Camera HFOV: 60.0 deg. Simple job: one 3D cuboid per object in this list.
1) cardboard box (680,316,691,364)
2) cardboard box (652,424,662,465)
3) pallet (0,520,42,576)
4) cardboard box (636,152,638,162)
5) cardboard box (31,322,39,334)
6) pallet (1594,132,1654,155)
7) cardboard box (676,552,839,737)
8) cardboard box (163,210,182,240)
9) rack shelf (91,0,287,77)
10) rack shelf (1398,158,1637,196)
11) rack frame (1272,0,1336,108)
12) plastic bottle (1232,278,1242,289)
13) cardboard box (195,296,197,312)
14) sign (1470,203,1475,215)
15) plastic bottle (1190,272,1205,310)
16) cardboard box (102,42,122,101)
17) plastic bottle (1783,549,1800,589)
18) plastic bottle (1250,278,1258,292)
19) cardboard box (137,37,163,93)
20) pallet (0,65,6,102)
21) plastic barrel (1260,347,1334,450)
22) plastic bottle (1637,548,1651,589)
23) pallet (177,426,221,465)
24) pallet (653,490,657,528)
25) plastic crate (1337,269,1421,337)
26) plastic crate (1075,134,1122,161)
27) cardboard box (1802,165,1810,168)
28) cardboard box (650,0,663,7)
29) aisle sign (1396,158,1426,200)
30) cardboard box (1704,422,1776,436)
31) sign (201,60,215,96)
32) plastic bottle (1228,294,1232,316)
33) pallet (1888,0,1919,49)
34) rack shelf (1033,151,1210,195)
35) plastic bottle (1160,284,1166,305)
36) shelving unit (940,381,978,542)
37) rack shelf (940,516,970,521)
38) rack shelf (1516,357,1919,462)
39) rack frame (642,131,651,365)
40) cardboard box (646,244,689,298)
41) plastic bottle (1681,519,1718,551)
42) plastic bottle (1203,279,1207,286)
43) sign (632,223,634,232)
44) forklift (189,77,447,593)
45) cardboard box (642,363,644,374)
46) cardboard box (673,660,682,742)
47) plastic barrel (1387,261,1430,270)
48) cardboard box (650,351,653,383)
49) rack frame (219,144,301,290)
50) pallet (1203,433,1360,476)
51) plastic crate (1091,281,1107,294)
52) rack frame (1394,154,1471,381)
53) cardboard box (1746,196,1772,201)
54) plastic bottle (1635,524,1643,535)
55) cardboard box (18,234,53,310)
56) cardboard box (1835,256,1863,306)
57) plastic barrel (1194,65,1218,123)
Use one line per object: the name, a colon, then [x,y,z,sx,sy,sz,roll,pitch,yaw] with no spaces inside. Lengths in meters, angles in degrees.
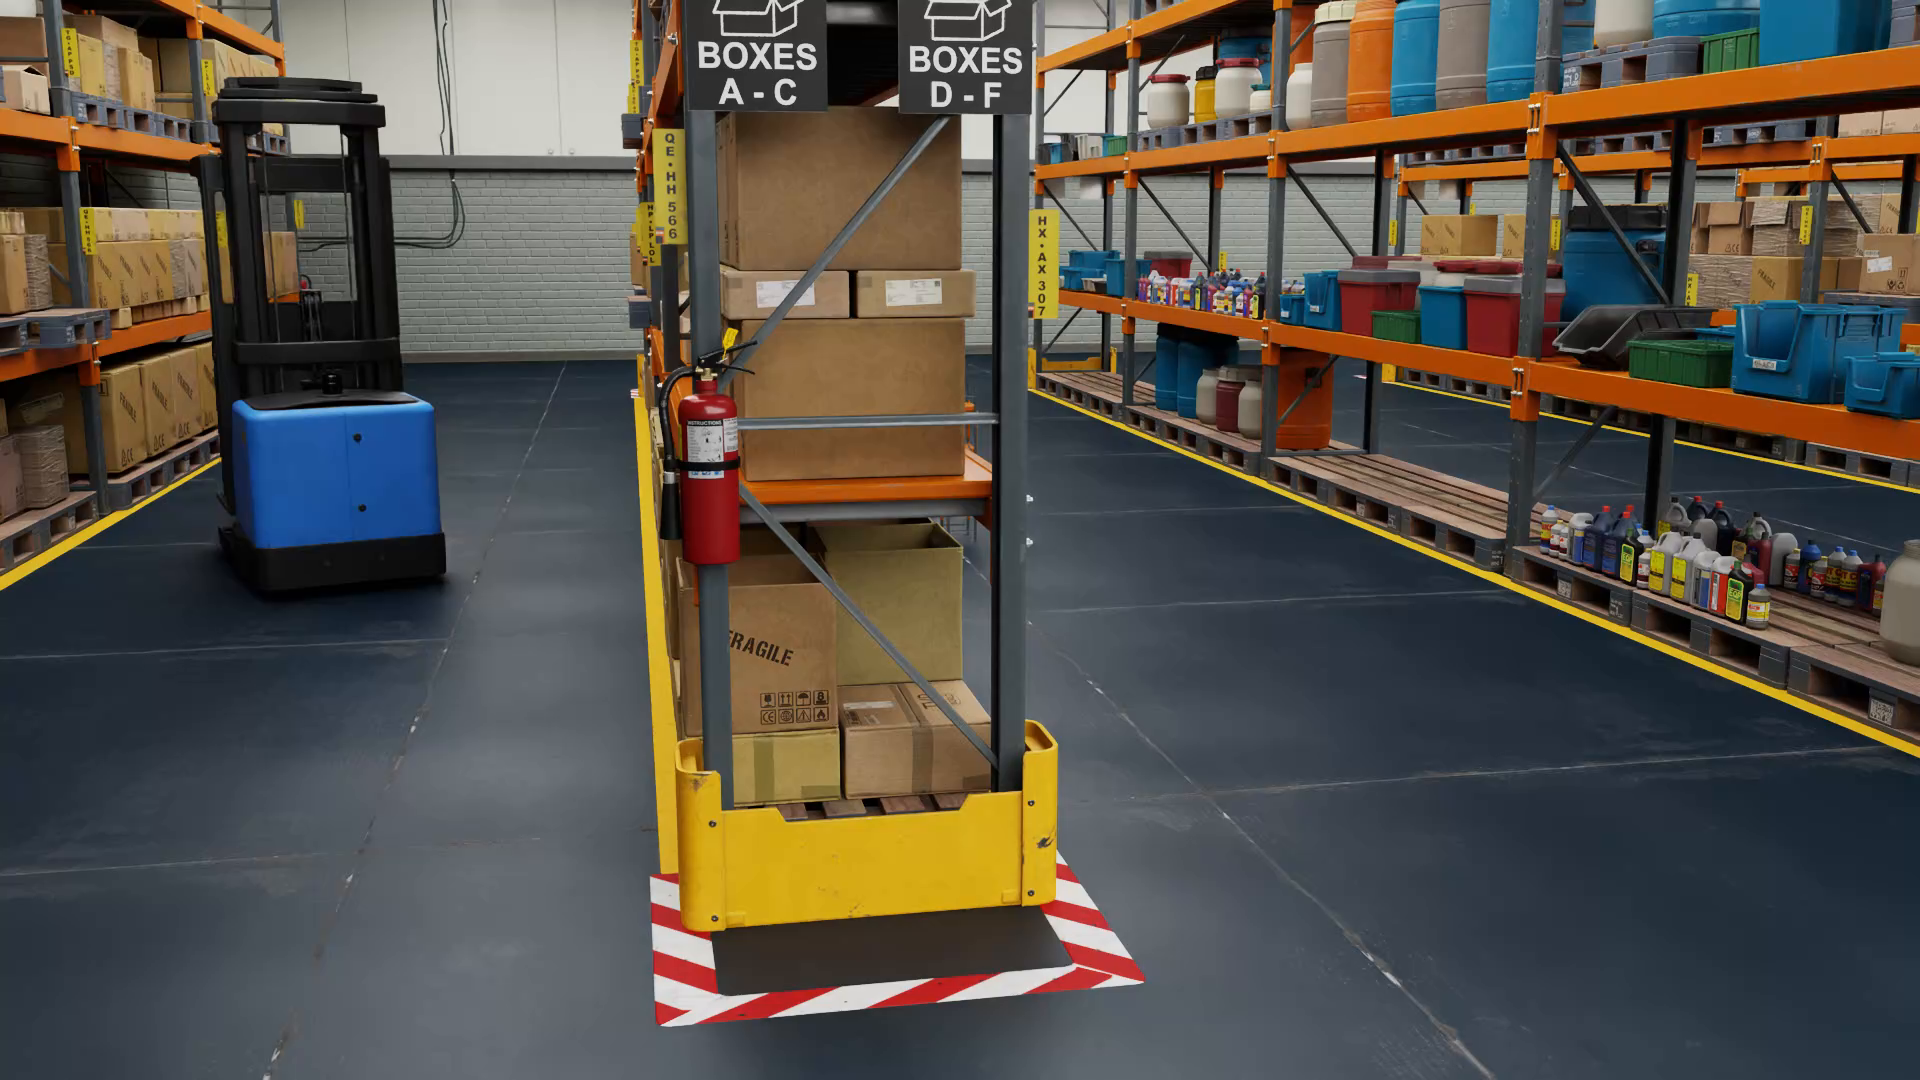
cardboard box: [-1.425,-1.172,9.691,0.396,0.266,0.258,-2,11,-12]
cardboard box: [-1.831,-0.652,11.329,0.500,0.311,0.500,-2,11,-13]
pallet: [-6.326,0.100,10.105,1.003,0.211,1.213,-2,11,-11]
cardboard box: [-3.473,-4.488,19.135,0.500,0.250,0.500,-2,11,-11]
cardboard box: [-6.547,-1.591,12.153,0.380,0.149,0.250,-2,11,-12]
pallet: [7.314,-4.123,17.327,0.805,0.209,1.217,-3,11,-13]
cardboard box: [-0.692,0.339,5.619,0.500,0.500,0.500,-2,11,-11]
cardboard box: [-6.958,-2.679,14.128,0.500,0.250,0.500,-2,11,-10]
rack shelf: [-7.877,-5.134,17.096,1.077,0.370,4.000,-2,11,-11]
rack shelf: [6.699,-4.397,20.178,1.077,0.370,4.000,-2,11,-11]
rack frame: [3.007,-4.944,13.102,1.000,3.000,0.127,-2,11,-11]
plastic bottle: [2.700,-2.414,16.202,0.097,0.271,0.097,0,11,0]
cardboard box: [-7.067,-2.110,14.878,0.380,0.149,0.250,-2,11,-9]
sign: [6.845,-4.346,22.278,0.100,0.325,0.005,-2,11,-11]
plastic bottle: [2.236,-2.330,15.545,0.144,0.351,0.185,-2,11,-11]
cardboard box: [-7.219,-3.749,13.406,0.700,0.500,0.500,-2,11,-11]
plastic bottle: [4.371,0.148,8.702,0.097,0.201,0.097,0,11,0]
plastic bottle: [2.864,-2.382,16.020,0.152,0.276,0.135,-2,11,-11]
cardboard box: [-7.853,-4.513,15.868,0.500,0.500,0.500,-2,11,-11]
pallet: [-6.153,-2.591,9.267,1.213,0.211,1.003,-2,11,-11]
plastic barrel: [2.895,-1.226,14.295,0.600,0.830,0.708,-2,11,-11]
plastic bottle: [3.604,0.146,8.713,0.097,0.201,0.097,0,11,0]
pallet: [-7.264,-0.861,15.156,1.003,0.211,1.213,-2,11,-11]
pallet: [-1.730,-0.295,12.180,1.003,0.211,1.213,-2,11,-11]
plastic crate: [3.021,-1.720,12.042,0.402,0.464,0.583,-2,11,-11]
plastic crate: [1.580,-4.461,18.908,0.437,0.282,0.530,-2,11,-11]
cardboard box: [11.242,-4.923,21.419,0.500,0.250,0.500,-2,11,-13]
cardboard box: [-1.130,-2.587,7.486,0.500,0.311,0.500,-3,11,-14]
aisle sign: [6.002,-4.923,22.087,0.394,0.787,0.004,-2,11,-11]
cardboard box: [7.752,-1.466,15.438,1.225,0.875,0.875,-3,11,-14]
sign: [-6.958,-4.273,15.380,0.100,0.325,0.005,-2,11,-11]
plastic bottle: [2.404,-2.075,14.609,0.097,0.201,0.097,0,11,0]
pallet: [4.498,-2.065,6.507,1.003,0.211,1.213,-2,11,-11]
rack shelf: [1.840,-4.217,19.232,1.077,0.370,4.000,-2,11,-11]
plastic bottle: [2.031,-2.426,16.454,0.097,0.201,0.097,0,11,0]
shelving unit: [-0.010,-0.526,11.150,0.215,1.050,0.252,-2,11,-11]
rack shelf: [-0.010,-0.242,11.204,0.215,0.259,0.240,-2,11,-11]
rack shelf: [4.174,-0.543,7.949,1.077,0.370,4.000,-2,11,-11]
rack frame: [-2.630,-2.551,16.575,1.000,3.000,0.127,-2,11,-11]
cardboard box: [-2.085,-2.184,13.257,0.700,0.500,0.500,-6,12,-30]
plastic bottle: [4.090,0.012,9.219,0.152,0.276,0.135,-2,11,-11]
plastic bottle: [2.286,-2.268,15.402,0.061,0.283,0.133,-2,11,-11]
sign: [-3.940,-3.690,20.245,0.100,0.325,0.005,-2,11,-11]
forklift: [-4.184,-1.373,10.573,1.130,2.935,3.031,-6,12,-28]
cardboard box: [-3.483,-1.948,19.585,0.500,0.250,0.500,-2,11,-11]
cardboard box: [-0.799,0.616,6.169,0.500,0.250,0.500,-2,11,-11]
plastic barrel: [3.417,-1.870,12.702,0.421,0.512,0.421,0,11,0]
cardboard box: [-2.482,-1.534,14.738,0.500,0.250,0.500,-2,11,-12]
rack frame: [-8.266,-3.103,19.479,1.000,3.000,0.127,-2,11,-11]
pallet: [2.813,-0.770,14.676,1.003,0.211,1.213,-2,11,-11]
plastic crate: [1.748,-2.820,18.565,0.437,0.125,0.590,-2,11,-11]
rack frame: [6.310,-3.644,22.318,1.000,3.000,0.127,-2,11,-11]
cardboard box: [11.022,-4.400,22.555,0.500,0.500,0.500,-2,11,-11]
plastic bottle: [3.682,0.047,9.049,0.097,0.271,0.097,0,11,0]
cardboard box: [-6.609,-1.816,11.269,0.700,0.500,0.500,-3,11,-18]
cardboard box: [8.038,-2.325,15.121,0.500,0.500,0.500,-2,11,-9]
plastic barrel: [2.606,-4.342,16.340,0.600,0.588,0.600,0,11,0]
